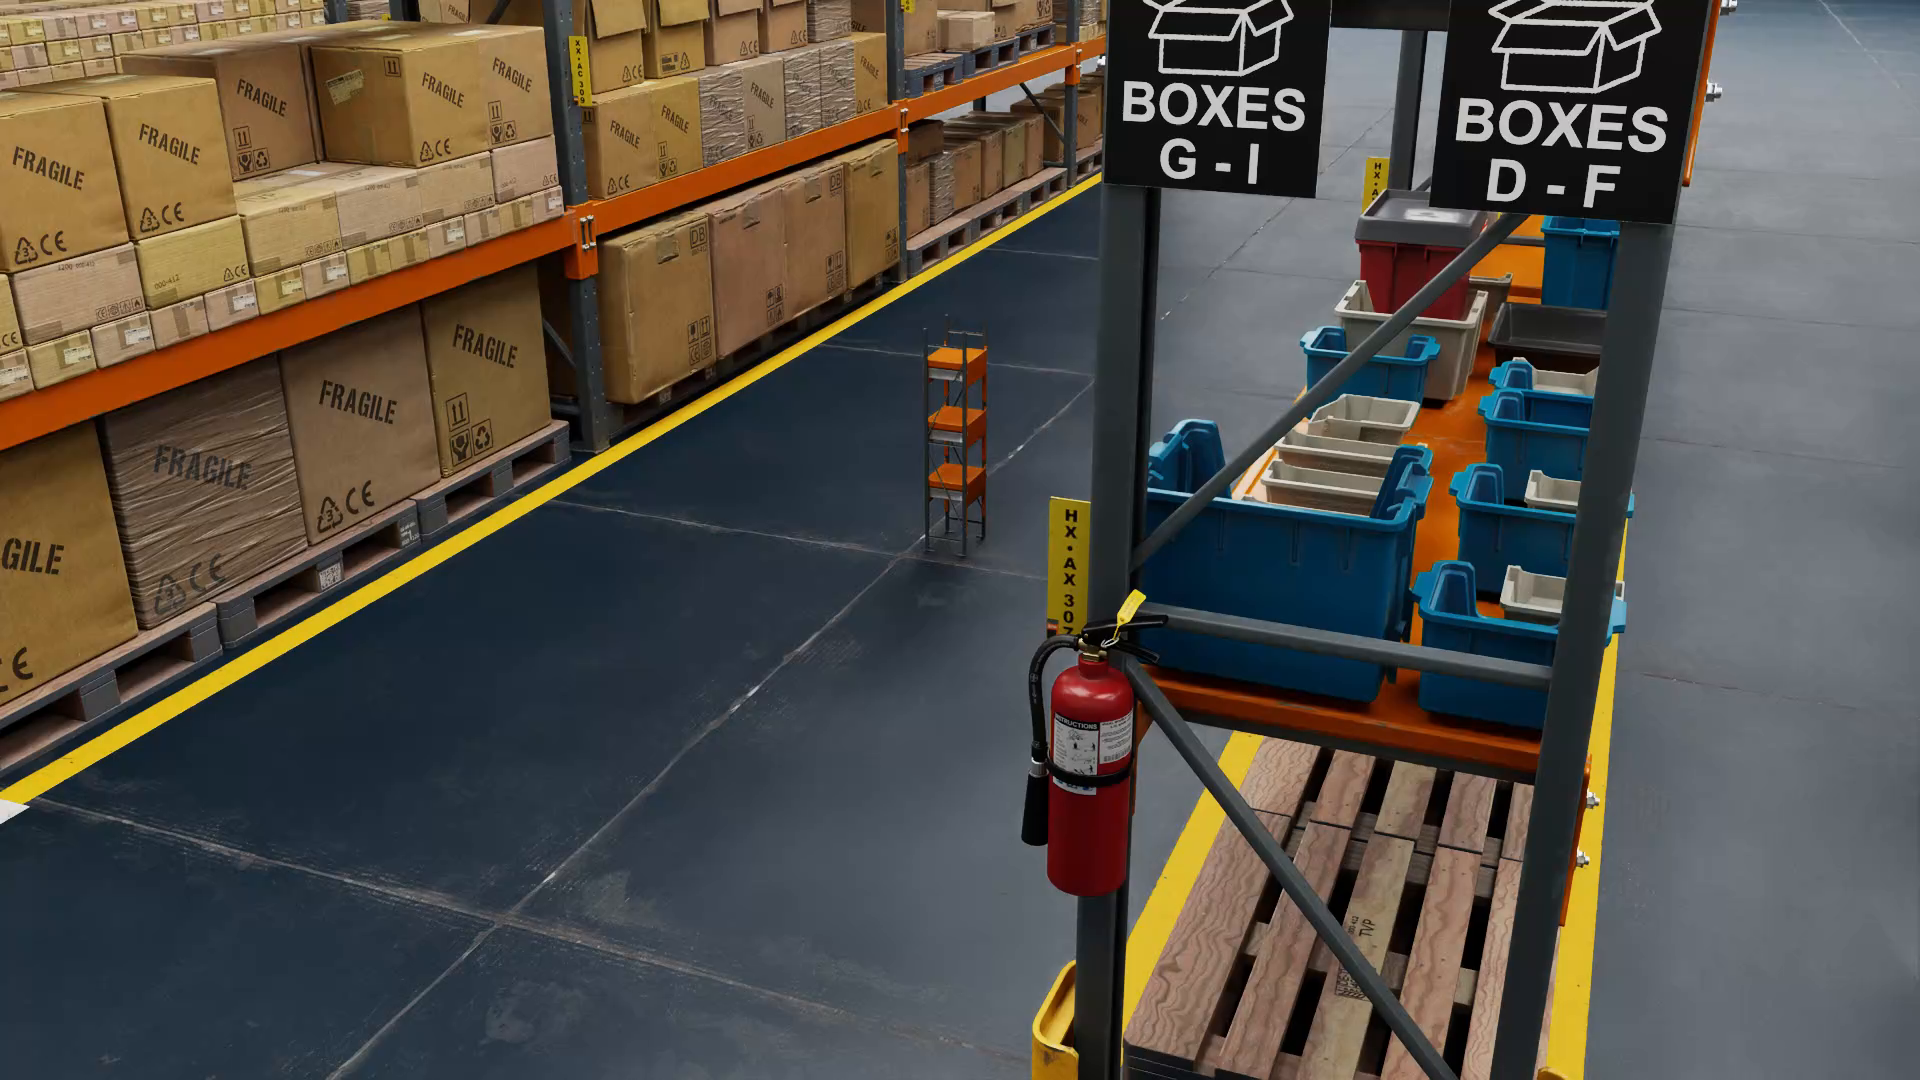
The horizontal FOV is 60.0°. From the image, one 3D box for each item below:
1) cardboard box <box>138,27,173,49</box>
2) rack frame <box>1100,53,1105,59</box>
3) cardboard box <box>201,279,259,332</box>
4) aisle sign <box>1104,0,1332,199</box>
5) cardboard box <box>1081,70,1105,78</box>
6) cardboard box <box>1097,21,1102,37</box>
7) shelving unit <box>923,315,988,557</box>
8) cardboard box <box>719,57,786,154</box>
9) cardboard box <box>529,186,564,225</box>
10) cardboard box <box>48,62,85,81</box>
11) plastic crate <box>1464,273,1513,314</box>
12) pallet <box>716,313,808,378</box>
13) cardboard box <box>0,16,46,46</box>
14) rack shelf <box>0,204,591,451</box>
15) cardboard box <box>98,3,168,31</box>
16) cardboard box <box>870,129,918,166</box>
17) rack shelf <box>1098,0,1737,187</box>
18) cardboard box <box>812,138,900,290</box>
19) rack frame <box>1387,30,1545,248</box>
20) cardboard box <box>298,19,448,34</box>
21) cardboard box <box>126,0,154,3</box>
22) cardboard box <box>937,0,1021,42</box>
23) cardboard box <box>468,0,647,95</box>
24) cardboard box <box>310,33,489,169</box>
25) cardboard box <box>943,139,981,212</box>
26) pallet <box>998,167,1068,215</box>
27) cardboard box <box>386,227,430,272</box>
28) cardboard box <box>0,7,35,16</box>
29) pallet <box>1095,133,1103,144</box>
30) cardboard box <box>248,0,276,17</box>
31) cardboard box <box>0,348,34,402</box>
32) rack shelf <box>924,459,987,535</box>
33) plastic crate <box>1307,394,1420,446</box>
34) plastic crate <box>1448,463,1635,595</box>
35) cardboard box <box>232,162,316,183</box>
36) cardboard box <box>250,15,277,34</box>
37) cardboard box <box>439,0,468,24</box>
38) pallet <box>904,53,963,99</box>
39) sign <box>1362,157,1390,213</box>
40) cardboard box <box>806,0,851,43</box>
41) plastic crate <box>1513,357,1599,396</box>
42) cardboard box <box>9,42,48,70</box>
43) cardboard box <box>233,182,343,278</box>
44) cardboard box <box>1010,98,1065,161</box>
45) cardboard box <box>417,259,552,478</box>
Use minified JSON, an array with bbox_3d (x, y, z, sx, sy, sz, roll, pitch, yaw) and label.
[{"bbox_3d":[-5.779,-3.521,11.682,0.380,0.149,0.250,8,24,19],"label":"cardboard box"},{"bbox_3d":[2.094,-6.218,18.745,1.000,3.000,0.127,9,24,20],"label":"rack frame"},{"bbox_3d":[-2.936,-0.917,6.379,0.380,0.149,0.250,8,24,19],"label":"cardboard box"},{"bbox_3d":[0.451,-0.999,2.878,0.394,0.787,0.004,9,24,20],"label":"aisle sign"},{"bbox_3d":[1.656,-4.819,18.093,0.500,0.500,0.500,16,28,34],"label":"cardboard box"},{"bbox_3d":[1.139,-4.886,15.881,0.380,0.149,0.250,9,24,20],"label":"cardboard box"},{"bbox_3d":[-0.020,-0.465,7.502,0.215,1.050,0.252,9,24,20],"label":"shelving unit"},{"bbox_3d":[-1.401,-2.644,10.058,0.500,0.500,0.500,9,24,21],"label":"cardboard box"},{"bbox_3d":[-2.173,-1.652,8.139,0.380,0.149,0.250,9,24,20],"label":"cardboard box"},{"bbox_3d":[-6.069,-3.102,11.066,0.380,0.149,0.250,9,24,21],"label":"cardboard box"},{"bbox_3d":[1.930,-0.975,6.456,0.396,0.136,0.243,9,24,20],"label":"plastic crate"},{"bbox_3d":[-1.695,-1.362,10.738,1.003,0.211,1.213,9,24,20],"label":"pallet"},{"bbox_3d":[-6.162,-3.290,10.743,0.380,0.149,0.250,9,24,21],"label":"cardboard box"},{"bbox_3d":[-3.106,-0.876,6.890,1.077,0.370,4.000,9,24,20],"label":"rack shelf"},{"bbox_3d":[-5.781,-3.658,11.624,0.380,0.149,0.250,10,24,22],"label":"cardboard box"},{"bbox_3d":[-0.657,-2.995,12.728,0.500,0.250,0.500,10,25,22],"label":"cardboard box"},{"bbox_3d":[1.492,-1.551,4.614,1.077,0.370,4.000,9,24,20],"label":"rack shelf"},{"bbox_3d":[-1.153,-2.325,11.636,1.225,0.875,0.875,8,24,18],"label":"cardboard box"},{"bbox_3d":[2.235,-1.215,6.767,1.000,3.000,0.127,9,24,20],"label":"rack frame"},{"bbox_3d":[-2.779,-2.203,7.969,0.500,0.500,0.500,9,24,20],"label":"cardboard box"},{"bbox_3d":[-6.187,-3.941,12.302,0.380,0.149,0.250,10,25,23],"label":"cardboard box"},{"bbox_3d":[0.050,-4.395,13.701,0.797,0.503,0.637,11,25,25],"label":"cardboard box"},{"bbox_3d":[-2.134,-2.663,8.802,0.797,0.503,0.637,8,24,19],"label":"cardboard box"},{"bbox_3d":[-2.476,-1.957,7.378,0.500,0.500,0.500,9,24,21],"label":"cardboard box"},{"bbox_3d":[-0.249,-3.052,13.837,0.700,0.500,0.500,11,25,24],"label":"cardboard box"},{"bbox_3d":[0.320,-3.221,15.188,1.003,0.211,1.213,9,24,20],"label":"pallet"},{"bbox_3d":[-2.554,-1.284,7.258,0.380,0.149,0.250,9,24,21],"label":"cardboard box"},{"bbox_3d":[-6.574,-3.564,11.400,0.380,0.149,0.250,8,24,18],"label":"cardboard box"},{"bbox_3d":[1.276,-4.184,17.492,1.003,0.211,1.213,9,24,20],"label":"pallet"},{"bbox_3d":[-5.394,-4.030,12.515,0.380,0.149,0.250,10,25,22],"label":"cardboard box"},{"bbox_3d":[-3.317,-0.549,5.497,0.380,0.149,0.250,8,24,19],"label":"cardboard box"},{"bbox_3d":[-0.020,-0.199,7.613,0.215,0.259,0.240,9,24,20],"label":"rack shelf"},{"bbox_3d":[1.179,-0.321,4.890,0.298,0.136,0.250,9,24,20],"label":"plastic crate"},{"bbox_3d":[1.391,-0.011,4.023,0.416,0.233,0.300,9,24,20],"label":"plastic crate"},{"bbox_3d":[-3.158,-1.498,7.253,0.500,0.250,0.500,9,24,21],"label":"cardboard box"},{"bbox_3d":[-5.399,-3.885,12.553,0.380,0.149,0.250,9,24,21],"label":"cardboard box"},{"bbox_3d":[-4.654,-4.633,14.819,0.500,0.500,0.500,9,24,20],"label":"cardboard box"},{"bbox_3d":[-0.712,-3.537,12.575,1.213,0.211,1.003,9,24,20],"label":"pallet"},{"bbox_3d":[1.725,-1.422,6.904,0.100,0.325,0.005,9,24,20],"label":"sign"},{"bbox_3d":[-1.164,-3.605,11.058,0.797,0.503,0.637,10,25,22],"label":"cardboard box"},{"bbox_3d":[1.867,-0.455,5.211,0.293,0.136,0.466,9,24,20],"label":"plastic crate"},{"bbox_3d":[-6.168,-3.146,10.785,0.380,0.149,0.250,9,24,21],"label":"cardboard box"},{"bbox_3d":[-2.854,-1.248,6.654,0.500,0.250,0.500,8,24,19],"label":"cardboard box"},{"bbox_3d":[0.794,-3.965,16.048,0.500,0.500,0.500,8,24,18],"label":"cardboard box"},{"bbox_3d":[-2.683,-0.913,8.255,0.875,0.875,0.875,9,24,20],"label":"cardboard box"}]
